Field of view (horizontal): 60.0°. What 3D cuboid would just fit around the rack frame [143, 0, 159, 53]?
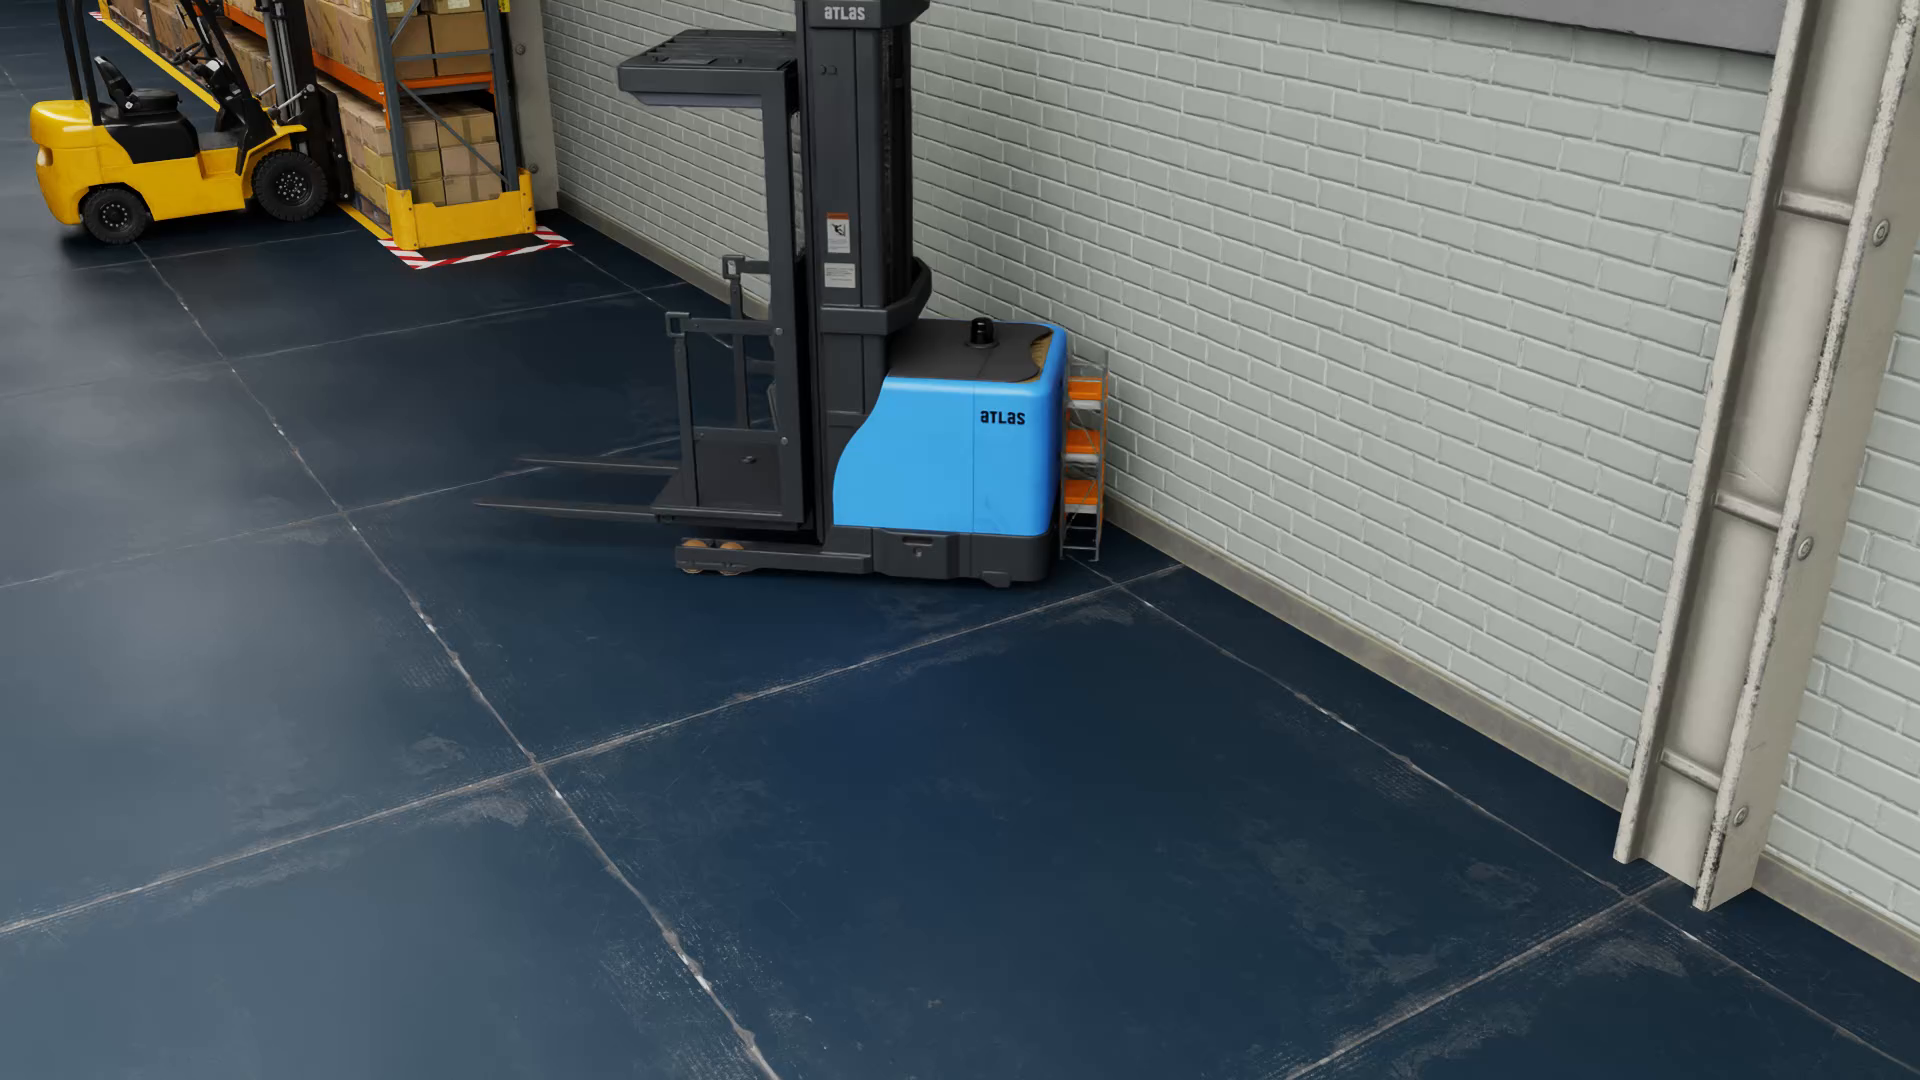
[{"bbox_3d":[-10.796,-8.259,22.732,1.000,3.000,0.127,-16,29,-30],"label":"rack frame"}]

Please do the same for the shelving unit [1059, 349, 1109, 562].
[{"bbox_3d":[0.625,-0.421,8.412,0.215,1.050,0.252,3,25,7],"label":"shelving unit"}]

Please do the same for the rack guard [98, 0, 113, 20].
[{"bbox_3d":[-12.938,-8.533,26.239,1.175,0.500,0.348,-16,29,-30],"label":"rack guard"}]

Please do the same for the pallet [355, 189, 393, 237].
[{"bbox_3d":[-4.698,-2.970,14.794,1.003,0.211,1.213,-16,29,-30],"label":"pallet"}]

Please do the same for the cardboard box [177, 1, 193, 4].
[{"bbox_3d":[-9.886,-6.880,21.486,0.380,0.149,0.250,-15,29,-29],"label":"cardboard box"}]

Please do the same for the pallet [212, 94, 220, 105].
[{"bbox_3d":[-8.196,-5.264,19.654,1.003,0.211,1.213,-16,29,-30],"label":"pallet"}]

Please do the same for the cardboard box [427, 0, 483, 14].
[{"bbox_3d":[-4.213,-4.488,13.865,0.380,0.149,0.250,-16,30,-31],"label":"cardboard box"}]

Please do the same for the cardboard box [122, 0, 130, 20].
[{"bbox_3d":[-12.086,-7.982,24.580,0.500,0.500,0.500,-15,29,-29],"label":"cardboard box"}]

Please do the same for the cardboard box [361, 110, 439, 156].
[{"bbox_3d":[-4.758,-3.458,14.119,0.500,0.250,0.500,-14,29,-28],"label":"cardboard box"}]

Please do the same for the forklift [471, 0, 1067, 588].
[{"bbox_3d":[-0.996,-1.363,8.204,3.031,2.935,1.130,4,25,7],"label":"forklift"}]

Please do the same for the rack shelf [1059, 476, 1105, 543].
[{"bbox_3d":[0.625,-0.160,8.535,0.215,0.259,0.240,3,25,7],"label":"rack shelf"}]

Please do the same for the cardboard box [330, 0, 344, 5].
[{"bbox_3d":[-5.235,-4.732,14.383,0.380,0.149,0.250,-17,30,-31],"label":"cardboard box"}]

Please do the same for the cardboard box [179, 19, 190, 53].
[{"bbox_3d":[-9.576,-6.357,21.139,0.500,0.500,0.500,-14,29,-27],"label":"cardboard box"}]

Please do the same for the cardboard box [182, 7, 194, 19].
[{"bbox_3d":[-9.619,-6.688,21.080,0.380,0.149,0.250,-16,30,-30],"label":"cardboard box"}]

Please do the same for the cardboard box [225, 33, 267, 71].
[{"bbox_3d":[-7.920,-5.487,19.148,0.875,0.625,0.625,-14,29,-28],"label":"cardboard box"}]

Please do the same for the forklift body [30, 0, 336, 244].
[{"bbox_3d":[-6.809,-3.837,14.358,2.313,2.155,1.214,-16,29,-30],"label":"forklift body"}]

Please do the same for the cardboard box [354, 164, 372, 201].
[{"bbox_3d":[-5.030,-3.188,14.719,0.500,0.250,0.500,-16,29,-30],"label":"cardboard box"}]

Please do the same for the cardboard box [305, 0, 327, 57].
[{"bbox_3d":[-5.573,-4.676,15.023,0.500,0.500,0.500,-15,29,-29],"label":"cardboard box"}]

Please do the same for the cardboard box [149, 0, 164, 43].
[{"bbox_3d":[-10.721,-7.093,22.699,0.500,0.500,0.500,-14,29,-27],"label":"cardboard box"}]

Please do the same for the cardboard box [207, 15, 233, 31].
[{"bbox_3d":[-9.094,-6.299,20.256,0.380,0.149,0.250,-17,30,-32],"label":"cardboard box"}]

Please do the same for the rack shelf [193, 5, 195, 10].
[{"bbox_3d":[-9.704,-7.219,21.371,1.077,0.370,4.000,-16,29,-30],"label":"rack shelf"}]

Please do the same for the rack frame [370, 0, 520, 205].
[{"bbox_3d":[-4.245,-3.967,13.640,1.000,3.000,0.127,-16,29,-30],"label":"rack frame"}]

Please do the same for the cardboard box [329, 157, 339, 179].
[{"bbox_3d":[-5.598,-3.550,15.485,0.500,0.250,0.500,-15,29,-28],"label":"cardboard box"}]

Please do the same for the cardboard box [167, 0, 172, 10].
[{"bbox_3d":[-10.191,-7.059,21.865,0.380,0.149,0.250,-16,29,-30],"label":"cardboard box"}]

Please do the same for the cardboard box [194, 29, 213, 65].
[{"bbox_3d":[-9.023,-5.989,20.360,0.500,0.500,0.500,-15,29,-28],"label":"cardboard box"}]

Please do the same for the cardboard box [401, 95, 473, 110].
[{"bbox_3d":[-4.625,-3.760,14.759,0.500,0.250,0.500,-15,29,-29],"label":"cardboard box"}]

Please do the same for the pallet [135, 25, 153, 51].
[{"bbox_3d":[-11.170,-7.244,23.848,1.003,0.211,1.213,-16,29,-30],"label":"pallet"}]

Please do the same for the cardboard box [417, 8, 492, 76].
[{"bbox_3d":[-4.283,-4.254,14.131,0.500,0.500,0.500,-14,29,-28],"label":"cardboard box"}]

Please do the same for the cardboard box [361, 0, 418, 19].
[{"bbox_3d":[-4.669,-4.365,13.605,0.380,0.149,0.250,-15,29,-29],"label":"cardboard box"}]

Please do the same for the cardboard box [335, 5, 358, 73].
[{"bbox_3d":[-5.009,-4.315,14.260,0.500,0.500,0.500,-15,29,-28],"label":"cardboard box"}]

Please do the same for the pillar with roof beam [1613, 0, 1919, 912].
[{"bbox_3d":[-0.926,-1.844,2.115,9.100,9.000,0.400,-16,29,-30],"label":"pillar with roof beam"}]

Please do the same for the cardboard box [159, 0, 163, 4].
[{"bbox_3d":[-10.607,-7.341,22.463,0.380,0.149,0.250,-16,30,-31],"label":"cardboard box"}]

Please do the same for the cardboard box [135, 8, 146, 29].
[{"bbox_3d":[-11.541,-7.471,23.774,0.396,0.266,0.258,-14,29,-28],"label":"cardboard box"}]

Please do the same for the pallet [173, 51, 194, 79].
[{"bbox_3d":[-9.650,-6.279,21.805,1.003,0.211,1.213,-16,29,-30],"label":"pallet"}]

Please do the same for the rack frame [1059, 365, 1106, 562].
[{"bbox_3d":[0.610,-0.369,8.303,0.200,1.050,0.008,3,25,7],"label":"rack frame"}]

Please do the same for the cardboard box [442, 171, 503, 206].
[{"bbox_3d":[-4.350,-3.135,14.606,0.500,0.250,0.500,-15,29,-29],"label":"cardboard box"}]

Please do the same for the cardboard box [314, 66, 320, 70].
[{"bbox_3d":[-6.428,-4.551,16.433,0.500,0.250,0.500,-16,30,-30],"label":"cardboard box"}]

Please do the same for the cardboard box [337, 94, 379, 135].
[{"bbox_3d":[-5.325,-3.817,14.880,0.500,0.250,0.500,-15,29,-29],"label":"cardboard box"}]

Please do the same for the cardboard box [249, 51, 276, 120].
[{"bbox_3d":[-7.140,-4.977,18.070,0.875,0.625,0.625,-16,30,-30],"label":"cardboard box"}]

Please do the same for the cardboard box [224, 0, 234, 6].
[{"bbox_3d":[-7.736,-5.996,18.113,0.500,0.250,0.500,-14,29,-28],"label":"cardboard box"}]

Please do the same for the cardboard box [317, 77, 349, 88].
[{"bbox_3d":[-5.876,-4.190,15.670,0.500,0.250,0.500,-14,29,-28],"label":"cardboard box"}]

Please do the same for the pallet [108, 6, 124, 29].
[{"bbox_3d":[-12.502,-8.117,25.697,1.003,0.211,1.213,-16,29,-30],"label":"pallet"}]

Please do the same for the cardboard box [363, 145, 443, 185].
[{"bbox_3d":[-4.773,-3.241,14.245,0.500,0.250,0.500,-16,30,-30],"label":"cardboard box"}]

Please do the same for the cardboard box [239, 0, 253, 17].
[{"bbox_3d":[-7.202,-5.628,17.334,0.500,0.250,0.500,-16,29,-30],"label":"cardboard box"}]

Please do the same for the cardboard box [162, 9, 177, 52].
[{"bbox_3d":[-10.153,-6.726,21.920,0.500,0.500,0.500,-17,30,-31],"label":"cardboard box"}]

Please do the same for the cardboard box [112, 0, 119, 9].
[{"bbox_3d":[-12.725,-8.510,25.696,0.797,0.503,0.637,-17,30,-32],"label":"cardboard box"}]

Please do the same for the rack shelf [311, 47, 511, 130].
[{"bbox_3d":[-5.337,-4.357,15.309,1.077,0.370,4.000,-16,29,-30],"label":"rack shelf"}]

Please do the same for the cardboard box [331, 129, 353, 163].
[{"bbox_3d":[-5.337,-3.603,15.011,0.500,0.250,0.500,-16,30,-31],"label":"cardboard box"}]
